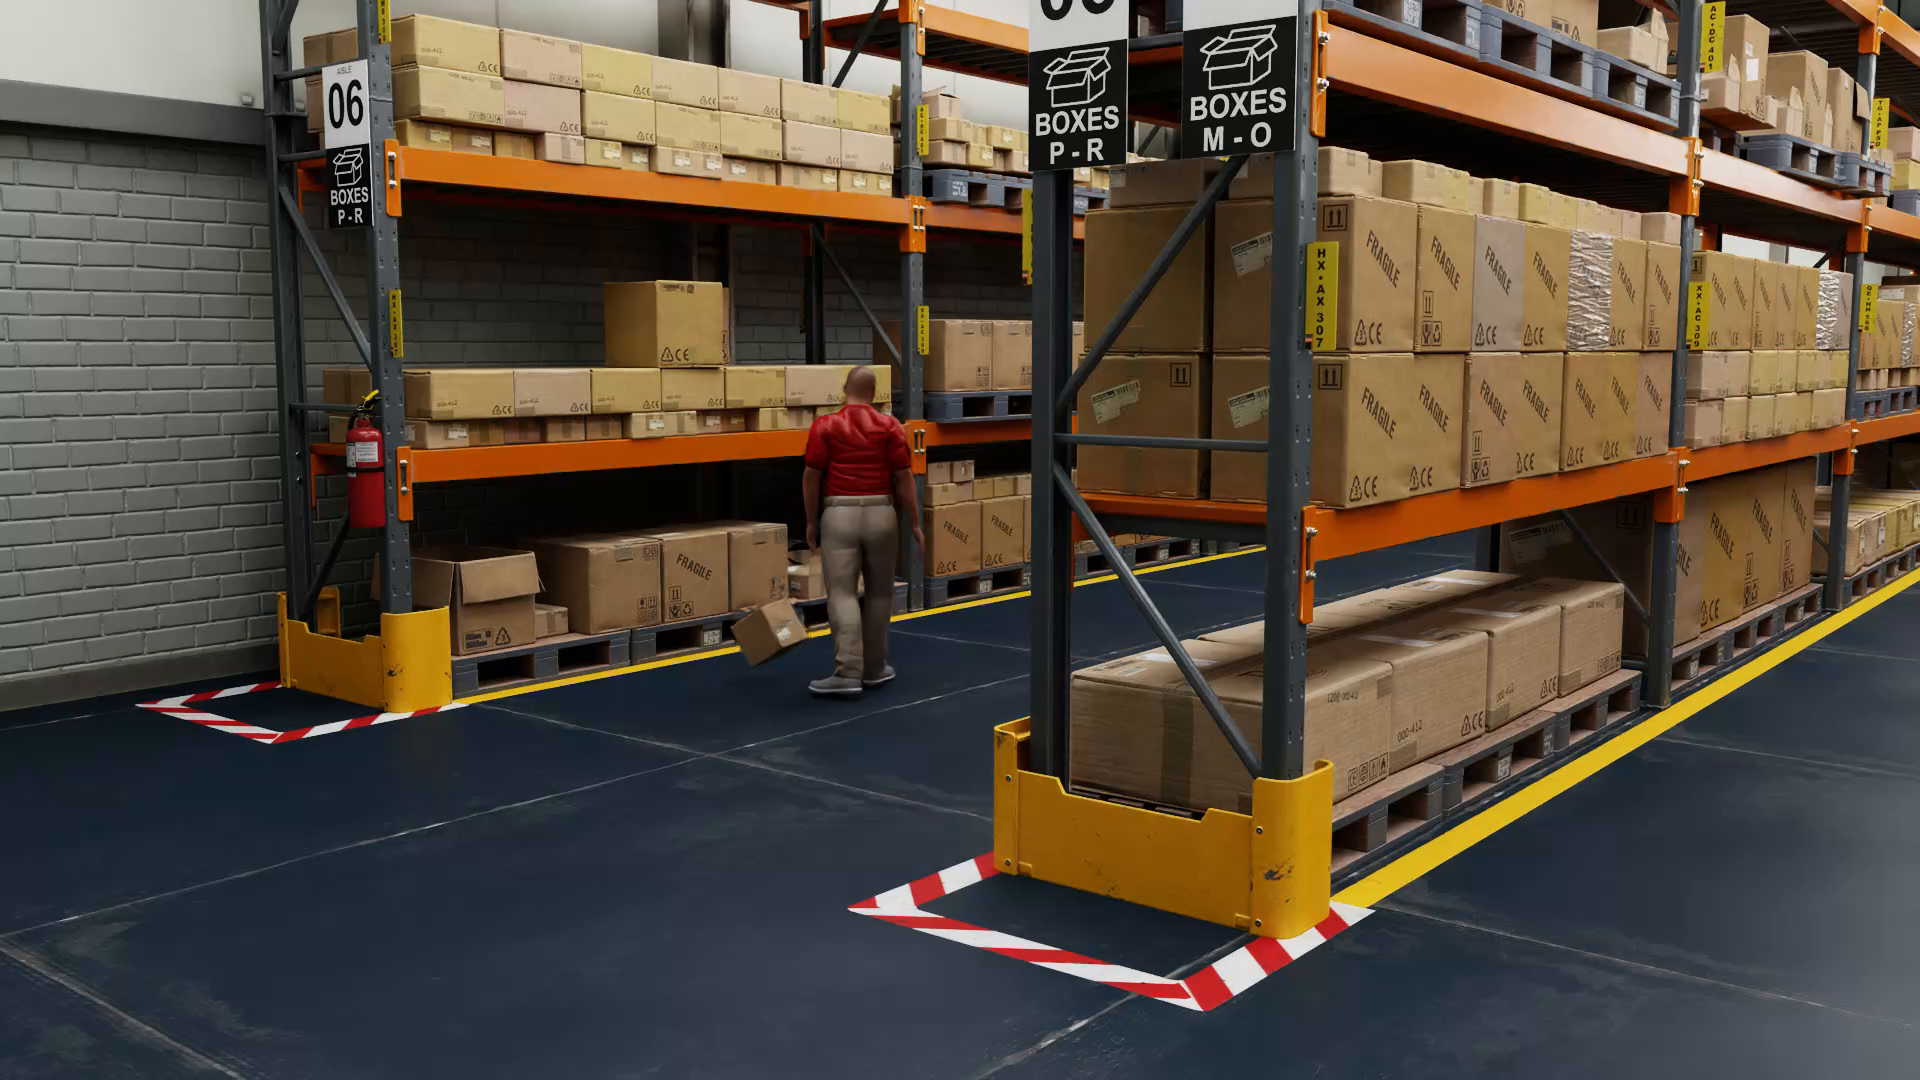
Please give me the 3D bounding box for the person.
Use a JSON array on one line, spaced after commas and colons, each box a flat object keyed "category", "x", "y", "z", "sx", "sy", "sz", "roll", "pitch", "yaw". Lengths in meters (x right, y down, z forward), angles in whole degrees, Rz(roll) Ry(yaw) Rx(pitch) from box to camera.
[{"category": "person", "x": -0.508, "y": -0.059, "z": 8.810, "sx": 0.640, "sy": 1.720, "sz": 0.661, "roll": -1, "pitch": 7, "yaw": -11}]
